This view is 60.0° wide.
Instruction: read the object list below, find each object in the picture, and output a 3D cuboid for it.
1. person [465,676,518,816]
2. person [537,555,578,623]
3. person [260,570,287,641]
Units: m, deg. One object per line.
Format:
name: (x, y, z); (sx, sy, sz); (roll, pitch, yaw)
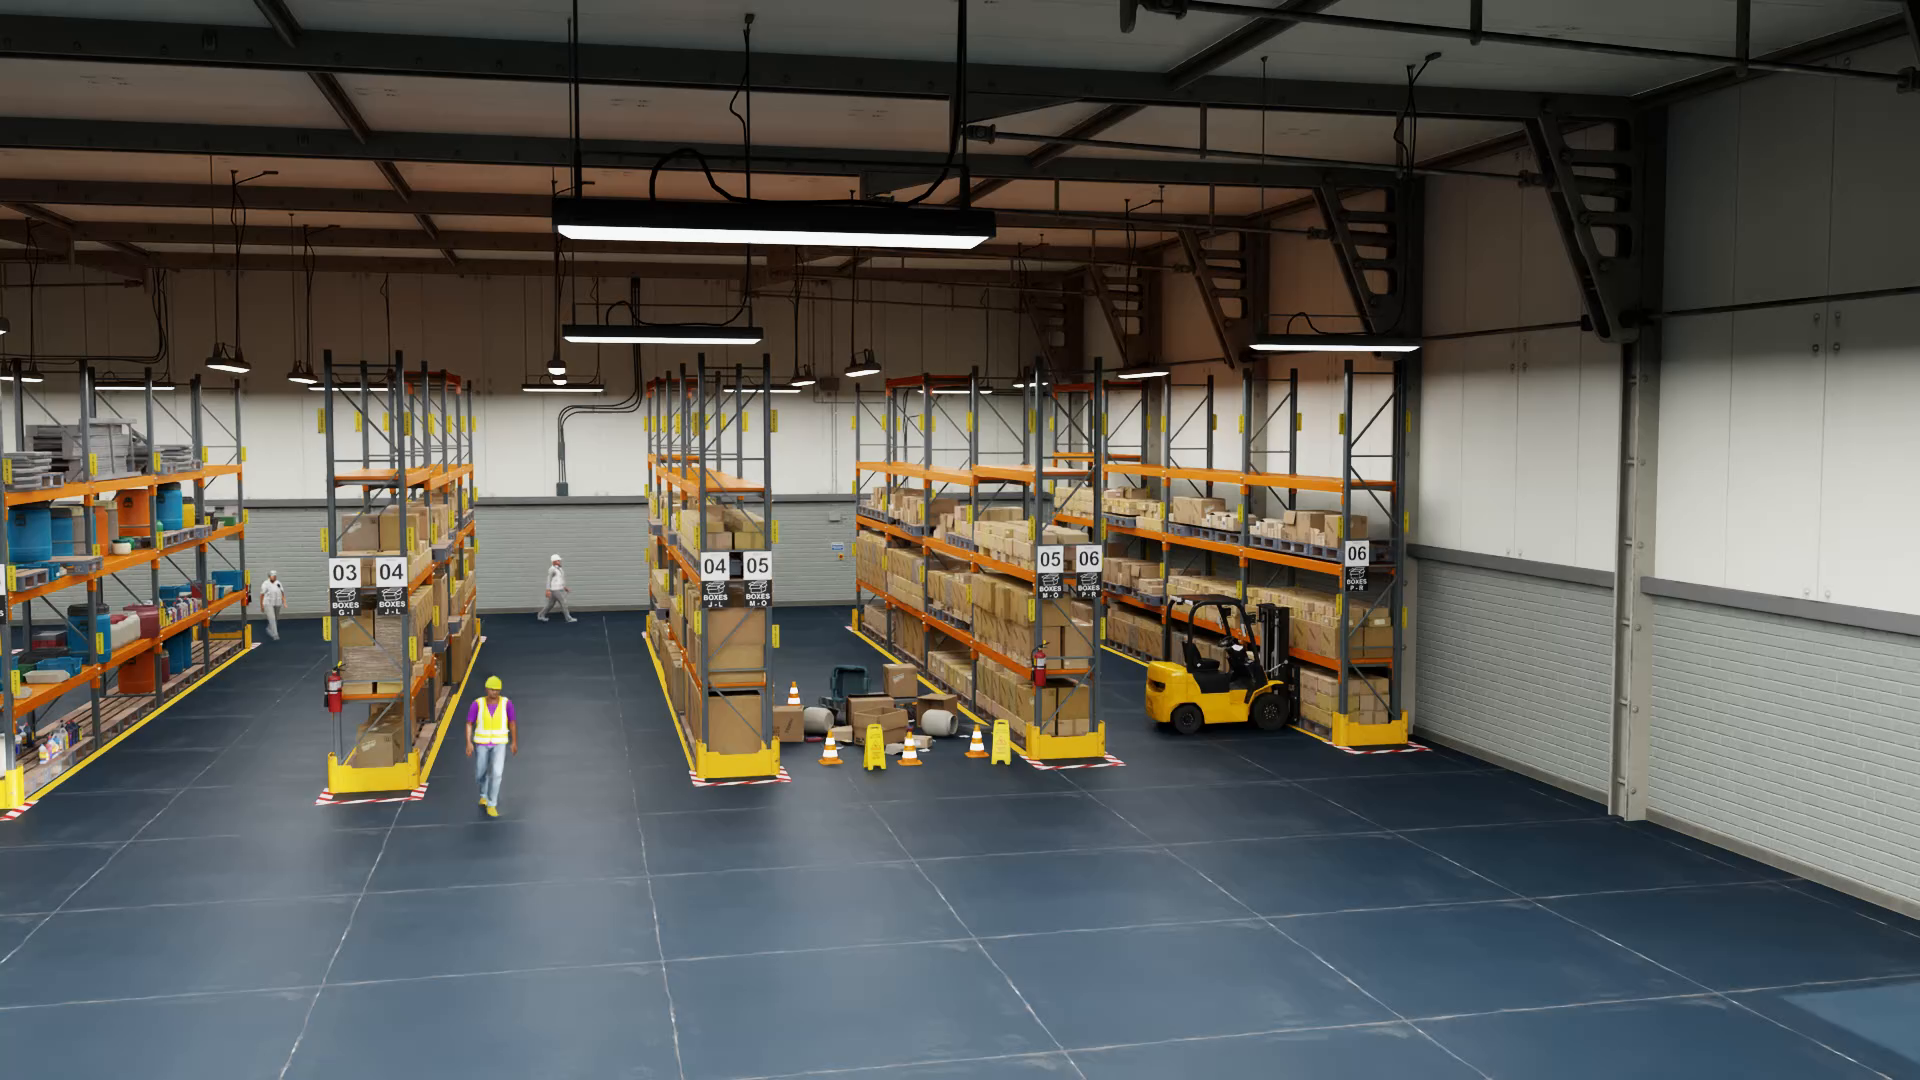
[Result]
person: (-6.058, 2.657, 21.522); (0.656, 1.782, 0.667); (-1, 4, -18)
person: (-10.128, 1.228, 41.813); (1.053, 1.734, 0.524); (0, 4, -4)
person: (-15.948, 1.498, 38.576); (1.066, 1.598, 0.513); (4, 5, 43)
